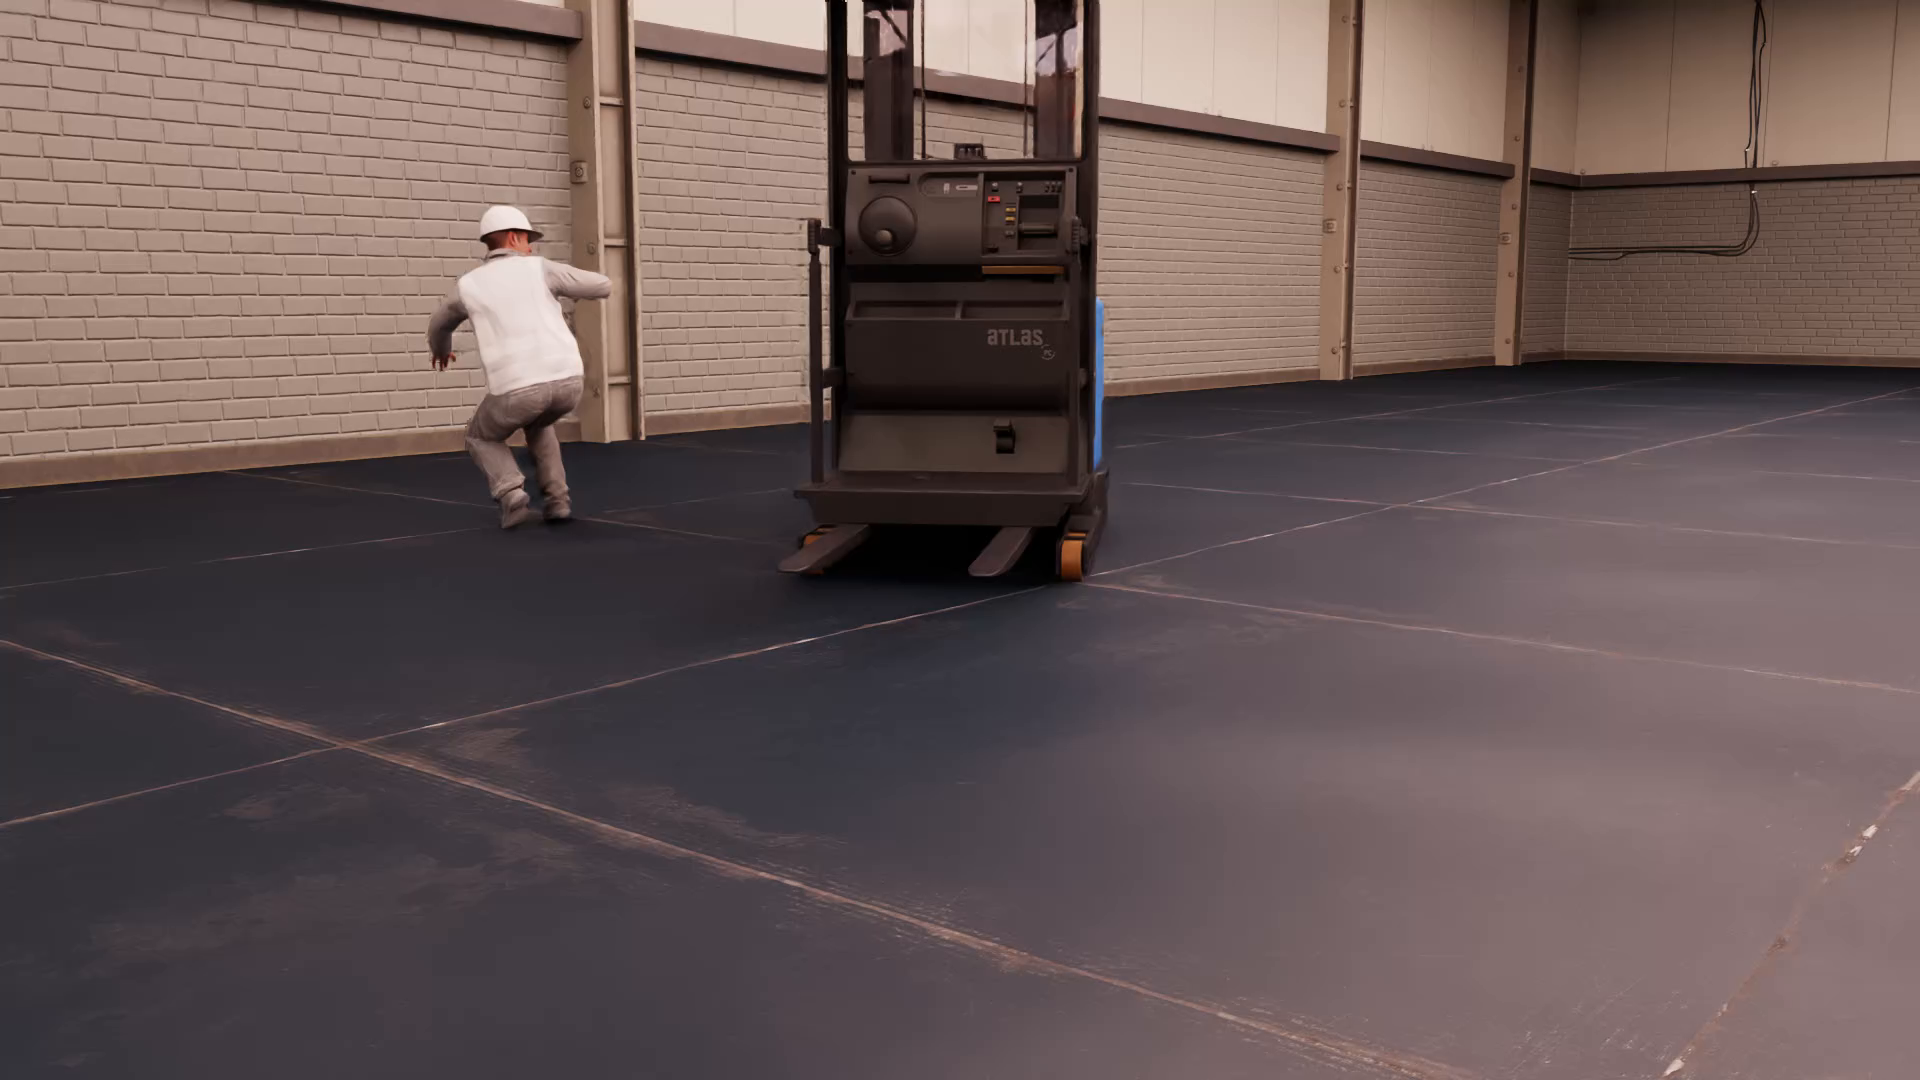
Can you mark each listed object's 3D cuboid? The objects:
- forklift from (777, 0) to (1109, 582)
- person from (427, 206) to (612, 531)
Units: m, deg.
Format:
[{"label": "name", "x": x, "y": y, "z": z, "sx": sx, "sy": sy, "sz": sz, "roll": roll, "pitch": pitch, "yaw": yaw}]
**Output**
[{"label": "forklift", "x": -0.026, "y": -1.343, "z": 6.463, "sx": 1.130, "sy": 2.935, "sz": 3.031, "roll": 1, "pitch": 8, "yaw": 8}, {"label": "person", "x": -2.078, "y": -0.815, "z": 7.857, "sx": 0.767, "sy": 1.497, "sz": 0.957, "roll": -5, "pitch": 10, "yaw": -29}]
